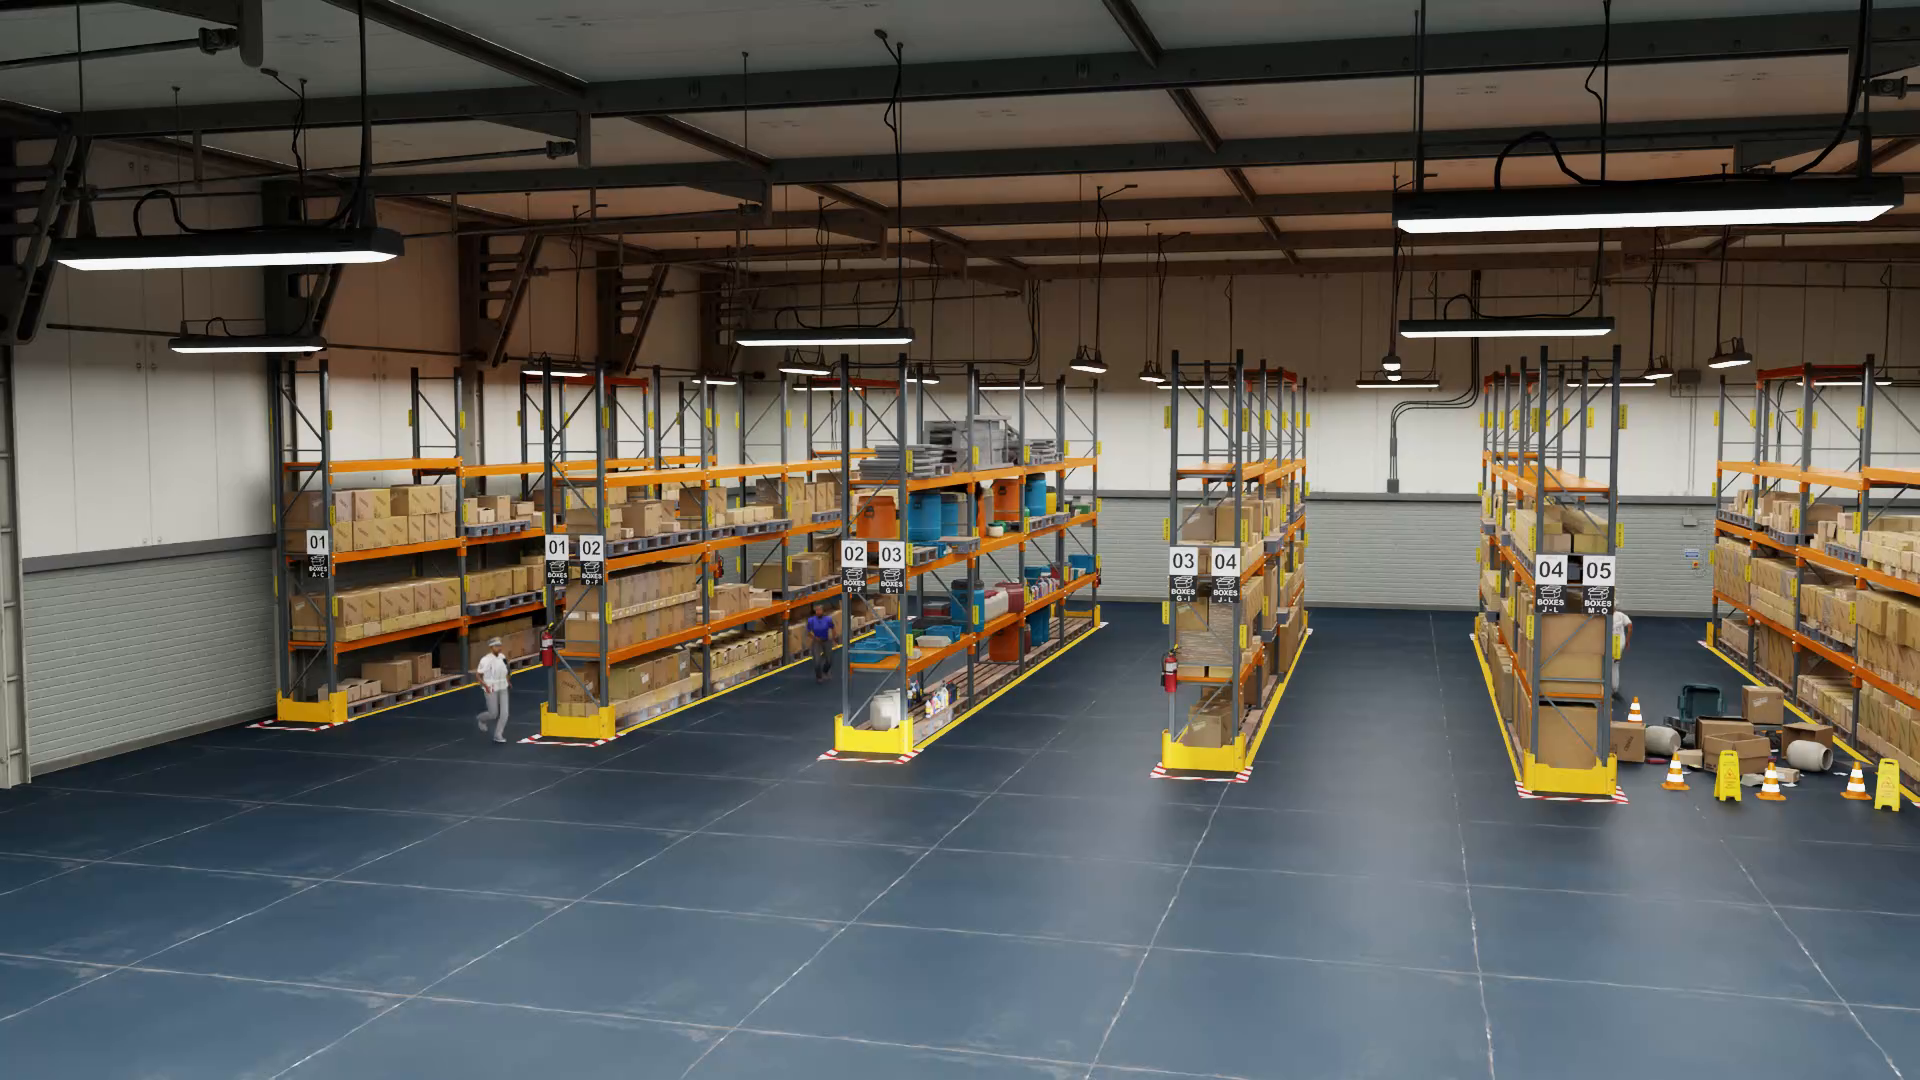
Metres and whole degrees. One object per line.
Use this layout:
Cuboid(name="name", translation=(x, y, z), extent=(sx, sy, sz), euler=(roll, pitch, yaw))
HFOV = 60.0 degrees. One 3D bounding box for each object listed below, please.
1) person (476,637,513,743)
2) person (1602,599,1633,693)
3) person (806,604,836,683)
Cuboid(name="person", translation=(-7.282, 2.320, 25.957), extent=(0.653, 1.651, 0.586), euler=(4, 6, 44))
Cuboid(name="person", translation=(11.941, 1.965, 30.424), extent=(0.605, 1.799, 0.836), euler=(0, 4, 3))
Cuboid(name="person", translation=(-2.630, 1.977, 31.525), extent=(0.564, 1.532, 0.721), euler=(-1, 4, -8))
